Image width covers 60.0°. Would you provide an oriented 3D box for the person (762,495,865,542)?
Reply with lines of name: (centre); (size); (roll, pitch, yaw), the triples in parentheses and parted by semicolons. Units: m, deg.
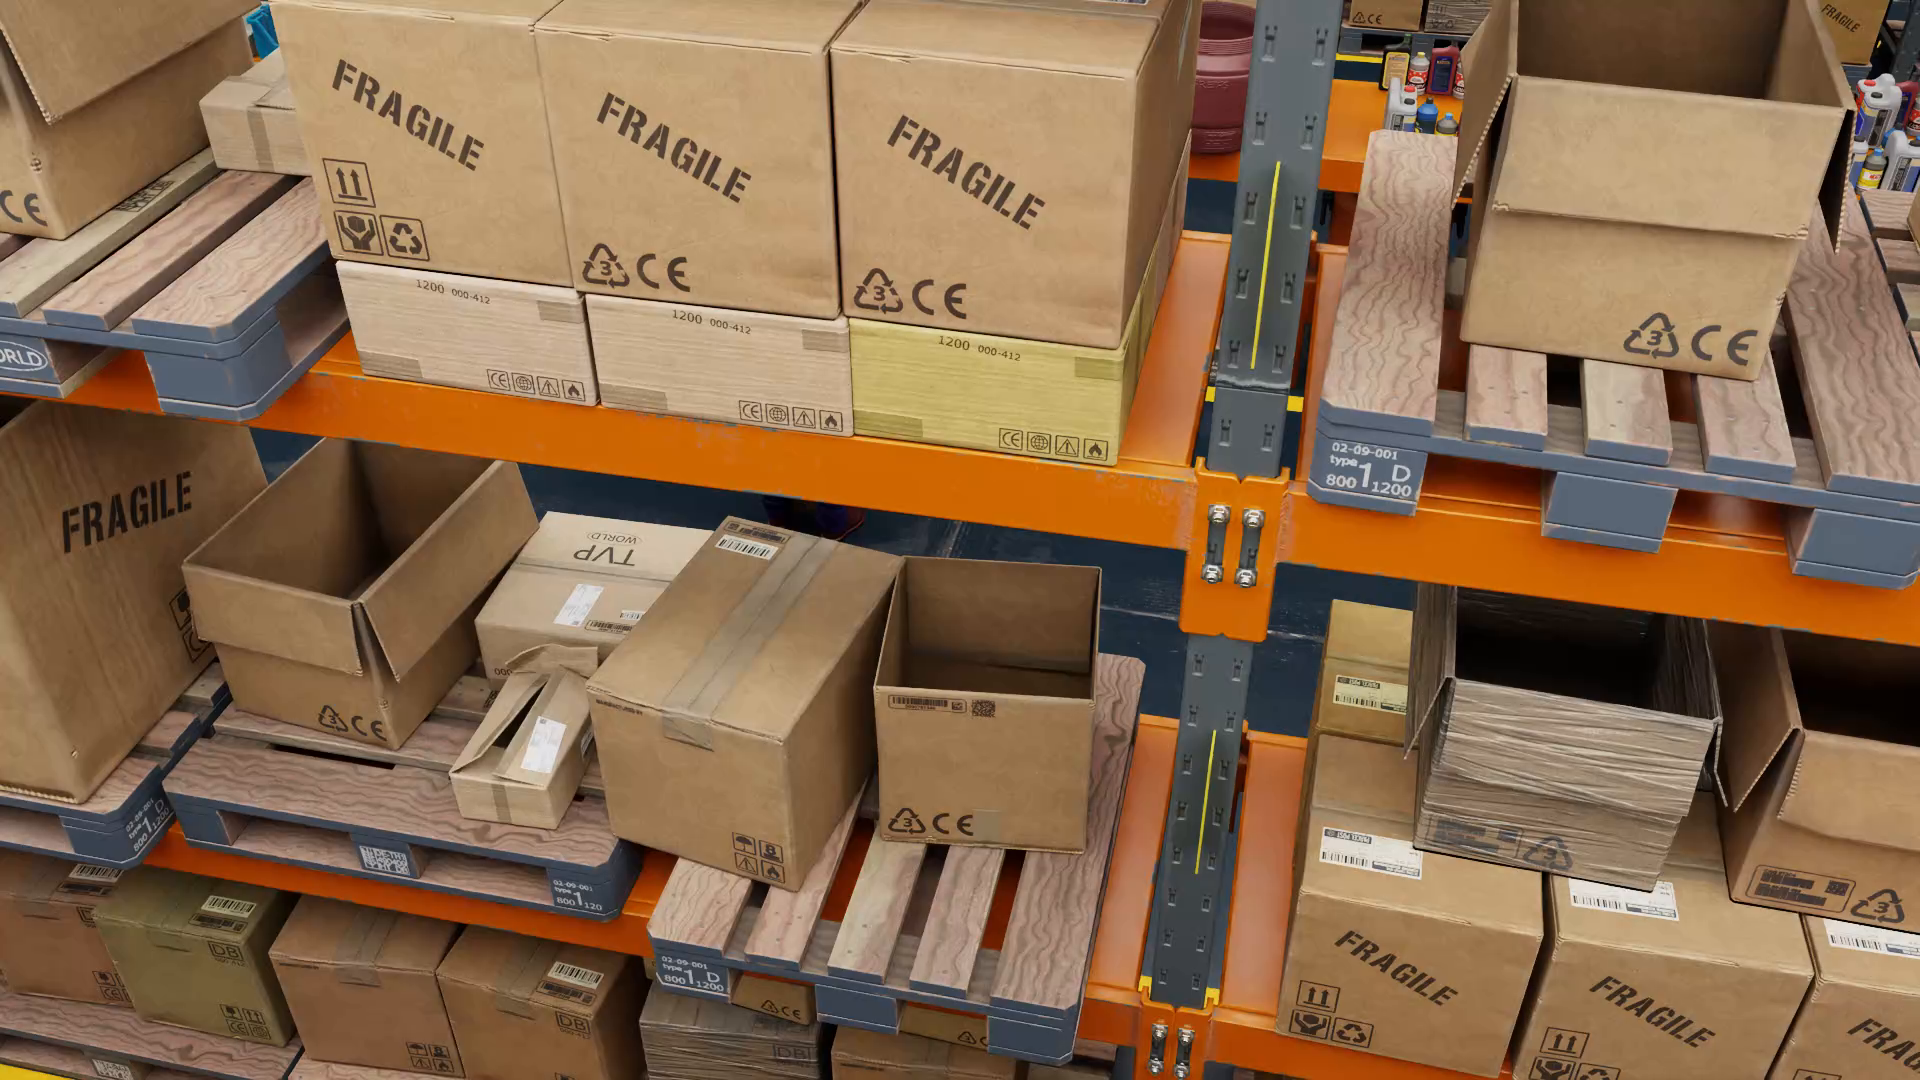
person: (-0.722, -0.733, 7.135); (0.547, 1.651, 0.415); (7, 37, 9)
